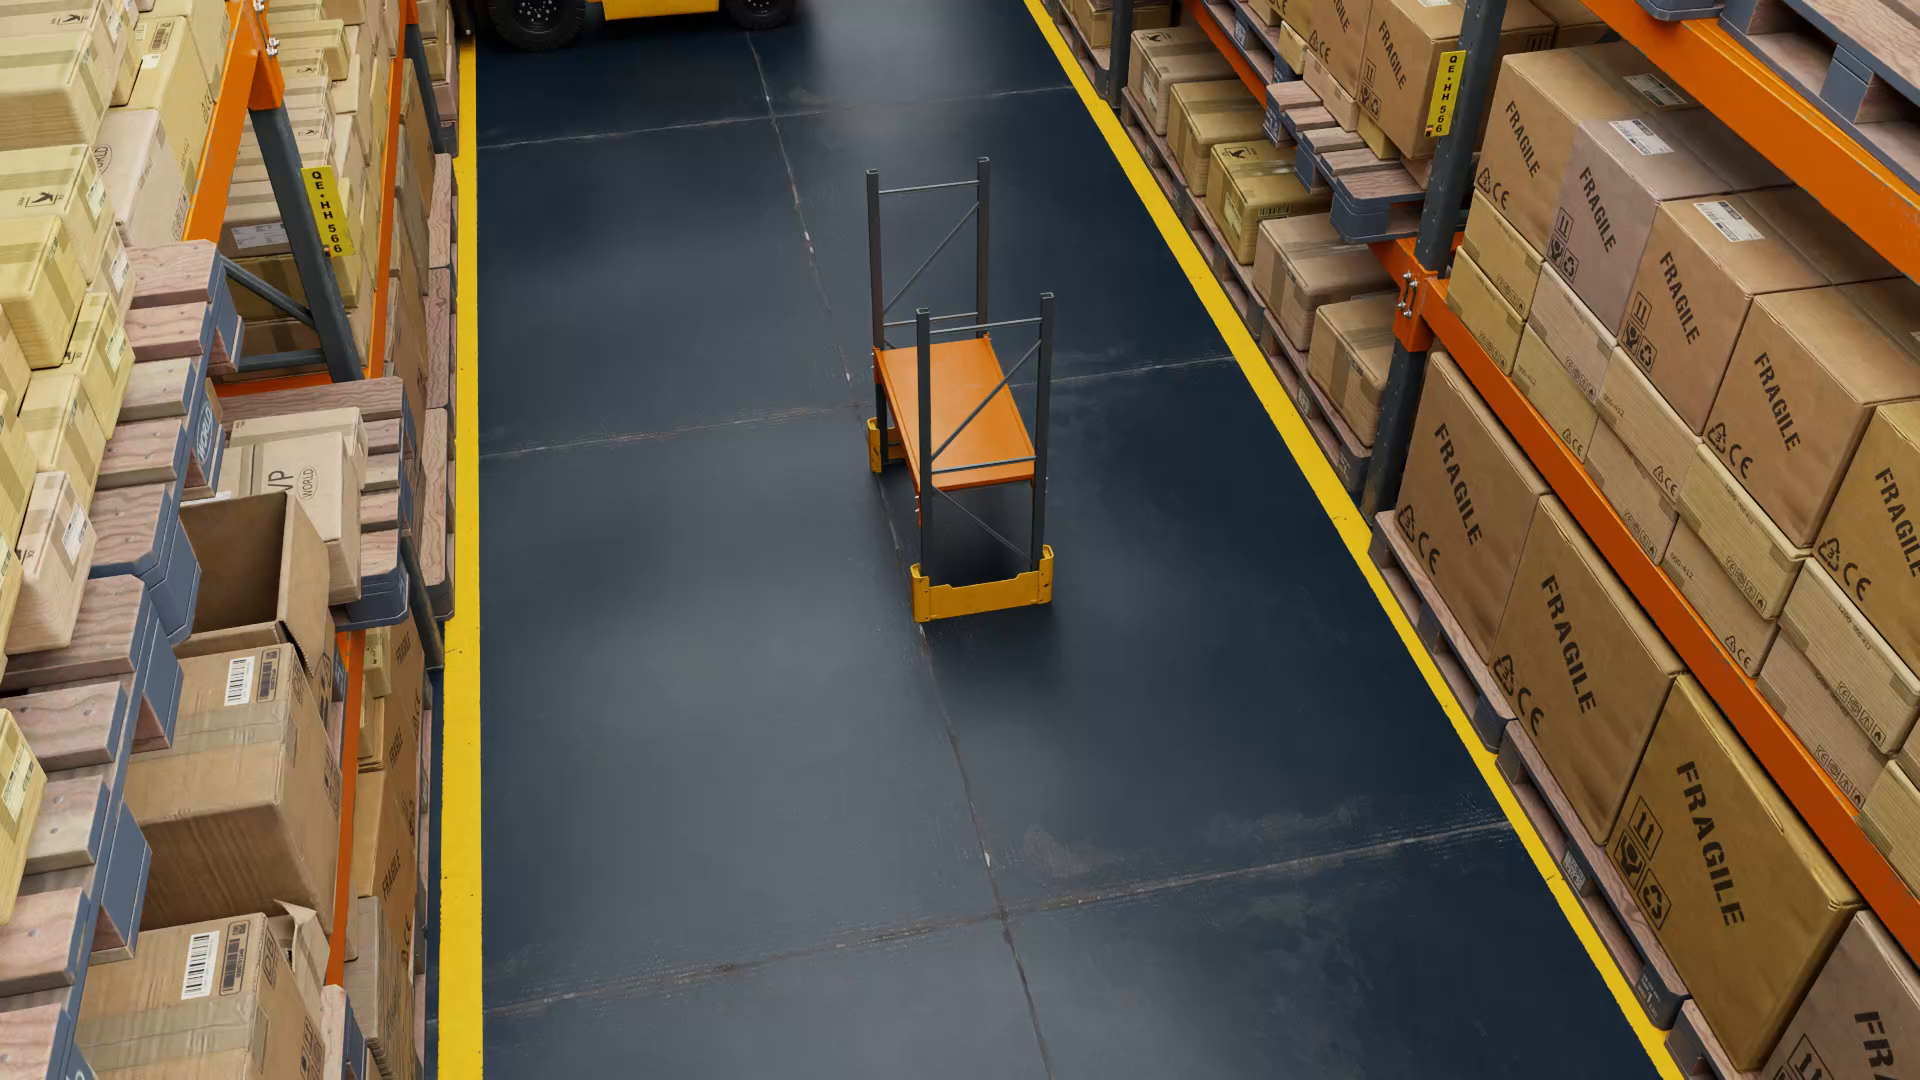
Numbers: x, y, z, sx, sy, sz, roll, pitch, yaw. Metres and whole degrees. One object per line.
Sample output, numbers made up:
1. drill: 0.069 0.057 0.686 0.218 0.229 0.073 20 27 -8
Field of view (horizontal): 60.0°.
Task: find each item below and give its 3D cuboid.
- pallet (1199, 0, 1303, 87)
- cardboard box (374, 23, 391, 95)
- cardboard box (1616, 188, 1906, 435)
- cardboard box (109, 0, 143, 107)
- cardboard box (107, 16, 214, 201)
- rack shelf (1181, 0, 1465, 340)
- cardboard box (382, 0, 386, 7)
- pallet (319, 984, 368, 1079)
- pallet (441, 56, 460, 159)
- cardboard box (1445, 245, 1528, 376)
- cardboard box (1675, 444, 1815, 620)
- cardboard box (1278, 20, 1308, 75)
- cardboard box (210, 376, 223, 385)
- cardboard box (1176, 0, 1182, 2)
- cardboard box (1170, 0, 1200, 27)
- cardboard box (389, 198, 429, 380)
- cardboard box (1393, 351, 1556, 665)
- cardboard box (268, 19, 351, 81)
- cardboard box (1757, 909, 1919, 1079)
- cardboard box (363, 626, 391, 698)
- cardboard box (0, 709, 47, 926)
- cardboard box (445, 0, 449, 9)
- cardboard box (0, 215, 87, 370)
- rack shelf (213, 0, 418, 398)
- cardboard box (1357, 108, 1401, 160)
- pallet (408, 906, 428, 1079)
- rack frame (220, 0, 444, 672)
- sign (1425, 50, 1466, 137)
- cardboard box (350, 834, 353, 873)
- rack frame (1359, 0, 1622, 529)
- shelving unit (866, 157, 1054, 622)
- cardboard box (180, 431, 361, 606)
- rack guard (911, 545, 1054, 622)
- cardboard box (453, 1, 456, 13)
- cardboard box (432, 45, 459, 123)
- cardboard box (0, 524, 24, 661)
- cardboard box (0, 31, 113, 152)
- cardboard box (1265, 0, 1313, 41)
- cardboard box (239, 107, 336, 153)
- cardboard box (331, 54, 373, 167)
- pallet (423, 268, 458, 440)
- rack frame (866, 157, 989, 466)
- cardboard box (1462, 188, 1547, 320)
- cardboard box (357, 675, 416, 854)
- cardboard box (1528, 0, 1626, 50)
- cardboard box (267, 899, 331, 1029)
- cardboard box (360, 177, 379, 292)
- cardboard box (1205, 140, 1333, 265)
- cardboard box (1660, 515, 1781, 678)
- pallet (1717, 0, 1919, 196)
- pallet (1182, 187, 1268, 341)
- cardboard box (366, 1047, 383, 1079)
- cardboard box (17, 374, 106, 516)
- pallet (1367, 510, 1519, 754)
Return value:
1. pallet: 1.809 -2.489 7.939 1.003 0.211 1.213 -8 42 -9
2. cardboard box: -2.877 -2.166 7.544 0.500 0.250 0.500 -8 42 -9
3. cardboard box: 2.357 -0.682 4.931 0.500 0.500 0.500 -7 42 -8
4. cardboard box: -2.093 -1.090 3.771 0.380 0.149 0.250 -8 42 -9
5. cardboard box: -2.112 -1.012 3.984 0.500 0.250 0.500 -8 42 -9
6. rack shelf: 1.845 -2.311 8.136 1.077 0.370 4.000 -8 42 -9
7. cardboard box: -2.959 -2.680 7.745 0.500 0.250 0.500 -9 42 -10
8. pallet: -1.772 1.561 3.376 1.003 0.211 1.213 -8 42 -9
9. pallet: -3.564 -2.641 10.067 1.003 0.211 1.213 -8 42 -9
10. cardboard box: 2.136 -0.874 6.088 0.500 0.250 0.500 -9 42 -10
11. cardboard box: 2.447 -0.060 4.794 0.500 0.250 0.500 -8 42 -9
12. cardboard box: 1.630 -2.186 7.327 0.380 0.149 0.250 -8 42 -9
13. cardboard box: -2.916 -0.769 5.969 0.500 0.250 0.500 -9 42 -10
14. cardboard box: 1.549 -3.707 10.356 0.500 0.500 0.500 -6 42 -7
15. cardboard box: 1.549 -3.426 10.605 0.500 0.250 0.500 -10 43 -11
16. cardboard box: -2.985 -1.104 7.707 0.875 0.625 0.625 -10 43 -11
17. cardboard box: 2.344 -0.186 6.485 0.875 0.875 0.875 -9 42 -10
18. cardboard box: -2.639 -1.934 6.605 0.380 0.149 0.250 -8 42 -8
19. cardboard box: 2.928 1.556 4.521 0.875 0.875 0.875 -7 42 -8
20. cardboard box: -2.126 0.422 5.594 0.380 0.149 0.250 -10 43 -12
21. cardboard box: -1.404 0.377 2.104 0.380 0.149 0.250 -8 42 -9
22. cardboard box: -3.444 -3.490 10.300 0.500 0.250 0.500 -9 42 -10
23. cardboard box: -1.687 -0.392 2.747 0.380 0.149 0.250 -8 42 -9
24. rack shelf: -3.001 -1.597 7.332 1.077 0.370 4.000 -8 42 -9
25. cardboard box: 1.847 -1.689 6.766 0.380 0.149 0.250 -8 42 -9
26. pallet: -2.185 1.752 5.118 1.003 0.211 1.213 -8 42 -9
27. rack frame: -2.569 -0.570 5.633 1.000 3.000 0.127 -8 42 -9
28. sign: 1.749 -1.603 5.984 0.100 0.325 0.005 -8 42 -9
29. cardboard box: -2.046 0.938 5.012 0.380 0.149 0.250 -9 42 -10
30. rack frame: 2.276 -1.284 6.436 1.000 3.000 0.127 -8 42 -9
31. shelving unit: -0.016 -0.610 6.808 0.587 1.500 1.083 -8 42 -9
32. cardboard box: -2.026 -0.033 4.825 0.500 0.250 0.500 -10 43 -11
33. rack guard: 0.091 0.180 6.859 0.587 0.250 0.087 -8 42 -9
34. cardboard box: -3.555 -3.642 10.849 0.500 0.250 0.500 -7 42 -8
35. cardboard box: -3.214 -2.652 9.734 0.500 0.250 0.500 -8 42 -9
36. cardboard box: -1.483 0.100 2.192 0.380 0.149 0.250 -9 42 -10
37. cardboard box: -1.926 -0.874 3.305 0.380 0.149 0.250 -8 42 -9
38. cardboard box: 1.674 -2.505 7.196 0.500 0.500 0.500 -11 43 -12
39. cardboard box: -2.490 -1.434 6.043 0.380 0.149 0.250 -7 42 -8
40. cardboard box: -2.629 -1.690 6.631 0.500 0.250 0.500 -9 42 -10
41. pallet: -2.969 -0.856 8.055 1.003 0.211 1.213 -8 42 -9
42. rack frame: -0.128 -0.946 7.186 0.500 1.500 0.032 -8 42 -9
43. cardboard box: 2.145 -1.051 5.910 0.500 0.250 0.500 -9 42 -10
44. cardboard box: -2.170 0.777 5.682 0.500 0.500 0.500 -9 42 -10
45. cardboard box: 2.405 -1.914 6.531 0.500 0.500 0.500 -9 42 -10
46. cardboard box: -1.631 0.961 3.693 0.396 0.266 0.258 -6 42 -7
47. cardboard box: -2.530 -1.163 6.414 0.500 0.250 0.500 -9 42 -10
48. cardboard box: 1.839 -1.795 8.676 0.950 0.372 0.625 -7 42 -8
49. cardboard box: 2.482 0.116 4.972 0.500 0.250 0.500 -8 42 -9
50. pallet: 2.712 -1.201 4.226 1.003 0.211 1.213 -7 42 -7
51. pallet: 1.849 -1.537 8.822 1.003 0.211 1.213 -8 42 -9
52. cardboard box: -1.819 1.787 4.544 0.500 0.500 0.500 -10 42 -11
53. cardboard box: -1.605 -0.112 2.655 0.380 0.149 0.250 -9 42 -10
54. pallet: 2.373 0.281 6.774 1.003 0.211 1.213 -8 42 -9
